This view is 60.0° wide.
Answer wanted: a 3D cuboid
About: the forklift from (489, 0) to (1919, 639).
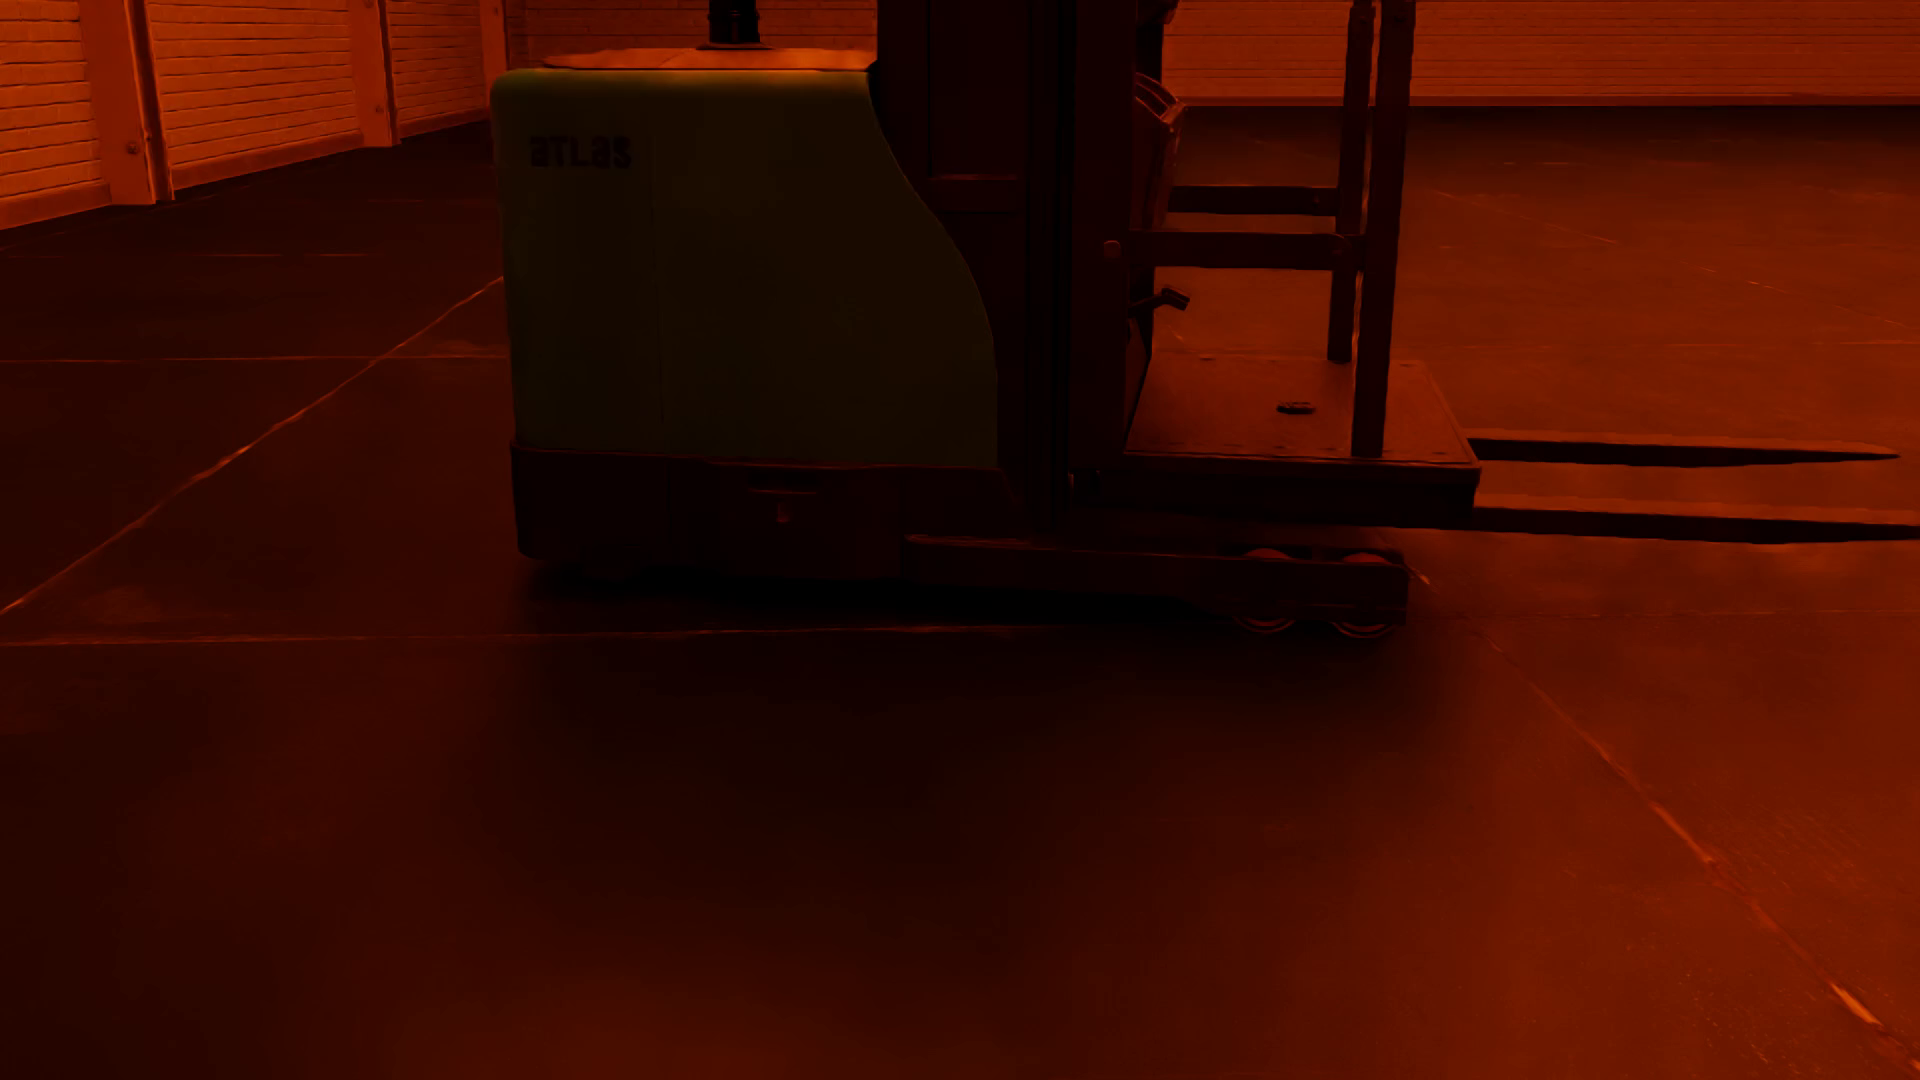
[{"bbox_3d":[0.603,-1.374,3.398,3.031,2.935,1.130,3,17,9],"label":"forklift"}]
